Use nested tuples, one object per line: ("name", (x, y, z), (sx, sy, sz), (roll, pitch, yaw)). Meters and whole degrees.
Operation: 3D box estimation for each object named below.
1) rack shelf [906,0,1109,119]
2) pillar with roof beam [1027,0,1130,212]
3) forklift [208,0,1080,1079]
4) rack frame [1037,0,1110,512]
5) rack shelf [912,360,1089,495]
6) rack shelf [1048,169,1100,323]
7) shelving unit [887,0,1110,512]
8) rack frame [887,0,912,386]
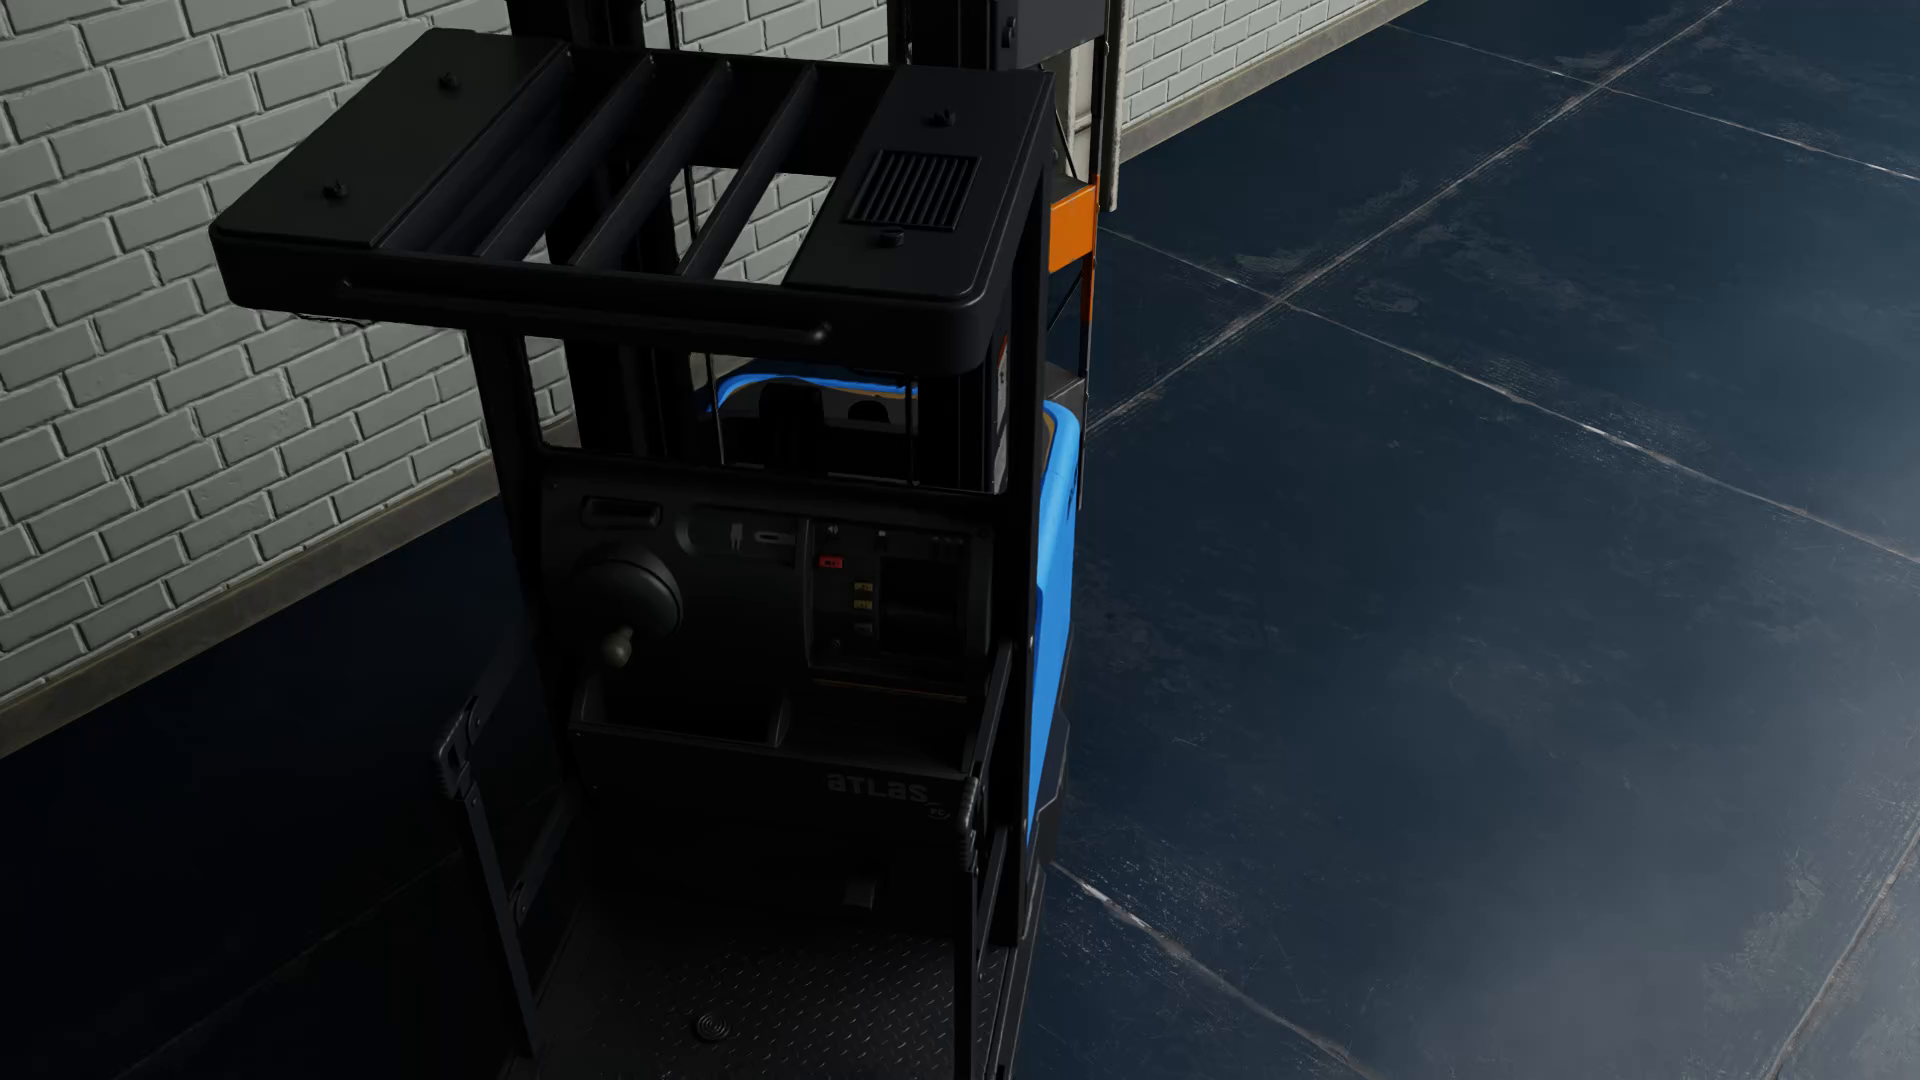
("rack shelf", (0.112, -1.435, 4.765), (0.431, 0.518, 0.480), (30, 47, 32))
("pillar with roof beam", (3.658, -3.222, 2.571), (9.100, 9.000, 0.400), (30, 47, 32))
("forklift", (-0.430, 0.168, 3.184), (1.130, 2.935, 3.031), (6, 39, 8))
("rack frame", (0.276, -1.010, 5.333), (0.400, 2.100, 0.015), (30, 47, 32))
("rack shelf", (0.112, -0.339, 5.636), (0.431, 0.518, 0.480), (30, 47, 32))
("rack shelf", (0.112, -0.887, 5.201), (0.431, 0.518, 0.480), (30, 47, 32))
("shelving unit", (0.112, -0.898, 5.192), (0.431, 2.100, 0.503), (30, 47, 32))
("rack frame", (-0.053, -0.786, 5.051), (0.400, 2.100, 0.015), (30, 47, 32))
